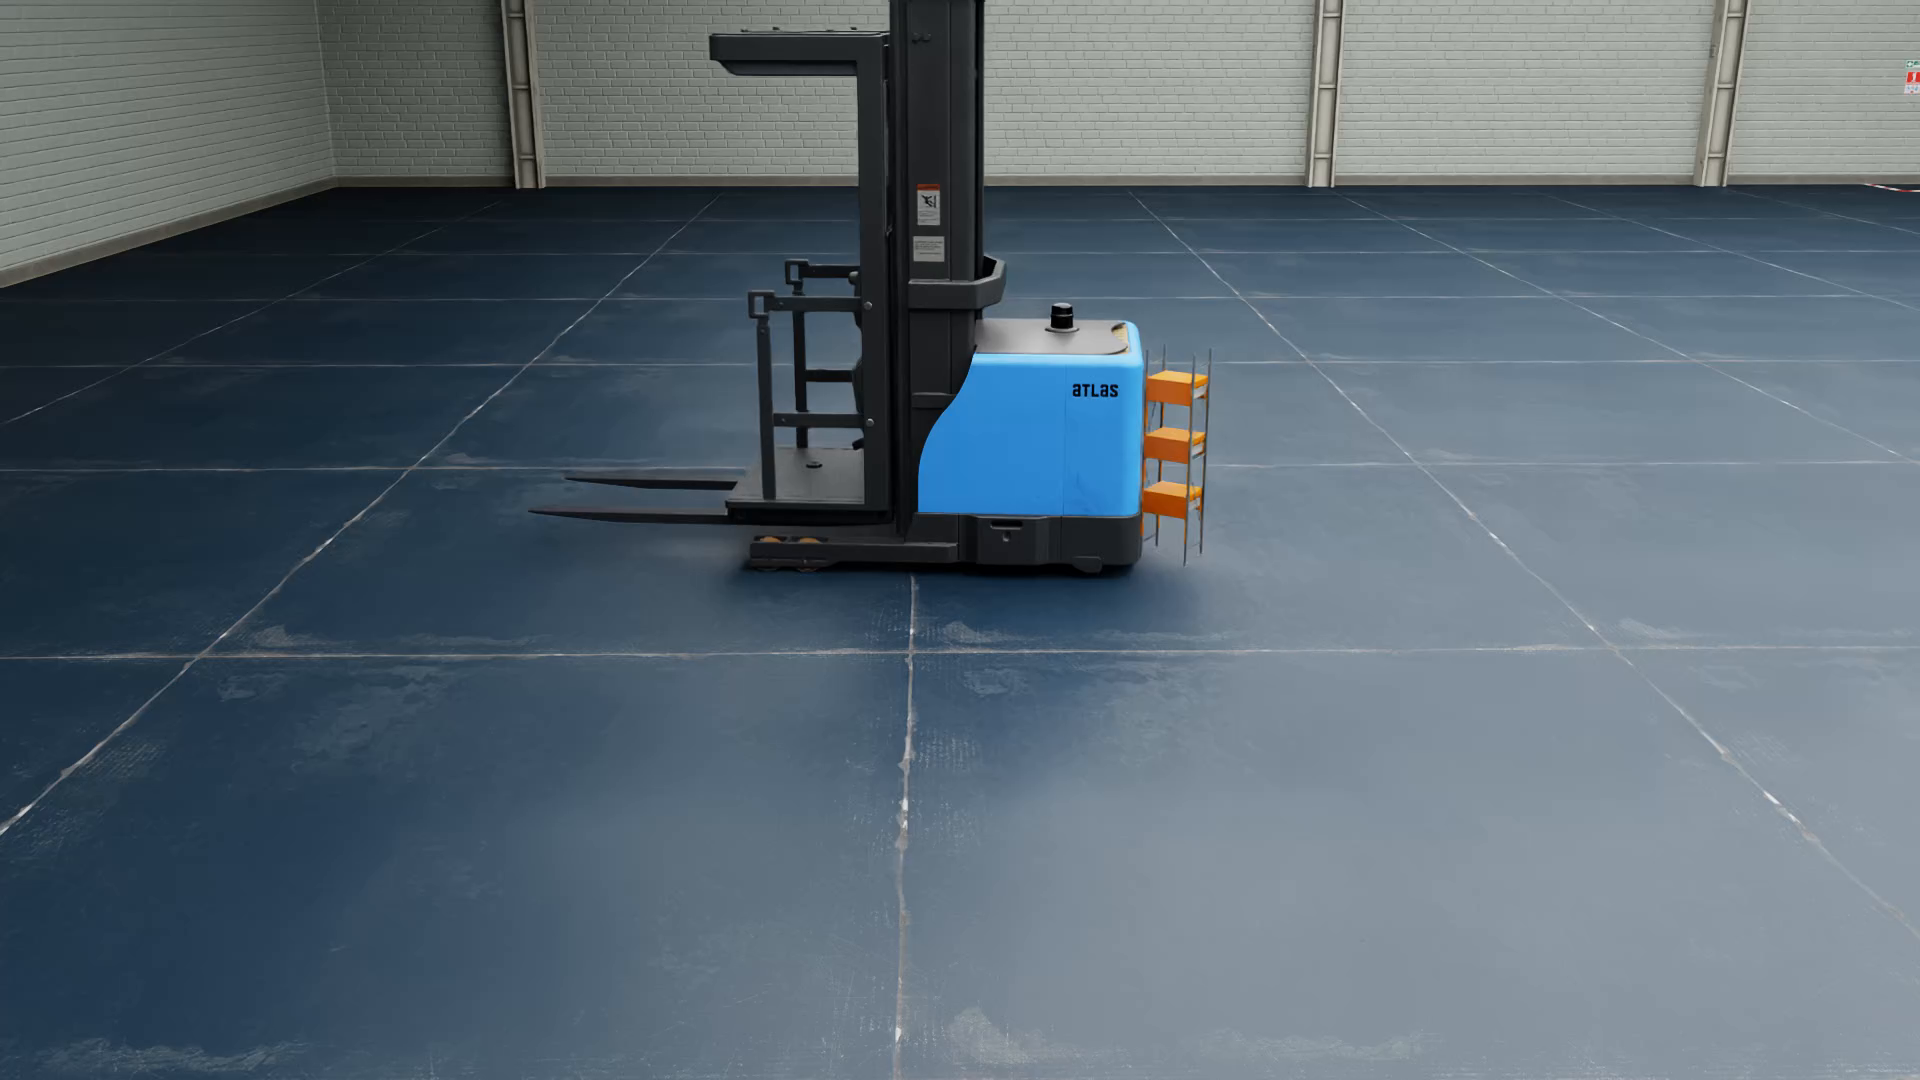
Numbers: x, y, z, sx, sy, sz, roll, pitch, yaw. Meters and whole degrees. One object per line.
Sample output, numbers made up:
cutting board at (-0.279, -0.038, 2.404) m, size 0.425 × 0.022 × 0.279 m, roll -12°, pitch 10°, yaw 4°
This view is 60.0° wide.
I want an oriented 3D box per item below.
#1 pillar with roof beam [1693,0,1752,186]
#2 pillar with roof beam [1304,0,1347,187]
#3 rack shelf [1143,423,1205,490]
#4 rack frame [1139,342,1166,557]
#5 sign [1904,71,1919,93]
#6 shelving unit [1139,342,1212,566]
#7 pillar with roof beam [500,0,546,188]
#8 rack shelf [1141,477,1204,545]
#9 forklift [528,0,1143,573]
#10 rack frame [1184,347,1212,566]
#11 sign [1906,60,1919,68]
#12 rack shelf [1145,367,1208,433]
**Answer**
pillar with roof beam at (11.556, -8.409, 20.030) m, size 0.400 × 9.000 × 9.100 m, roll 0°, pitch 18°, yaw -1°
pillar with roof beam at (5.556, -8.380, 19.940) m, size 0.400 × 9.000 × 9.100 m, roll 0°, pitch 18°, yaw -1°
rack shelf at (1.053, -0.410, 8.141) m, size 0.240 × 0.259 × 0.215 m, roll 11°, pitch 21°, yaw 31°
rack frame at (0.950, -0.440, 8.201) m, size 0.008 × 1.050 × 0.200 m, roll 11°, pitch 21°, yaw 31°
sign at (14.461, -6.942, 25.219) m, size 0.234 × 0.329 × 0.001 m, roll 0°, pitch 18°, yaw -1°
shelving unit at (1.053, -0.420, 8.138) m, size 0.252 × 1.050 × 0.215 m, roll 11°, pitch 21°, yaw 31°
pillar with roof beam at (-6.442, -8.322, 19.759) m, size 0.400 × 9.000 × 9.100 m, roll 0°, pitch 18°, yaw -1°
rack shelf at (1.052, -0.145, 8.225) m, size 0.240 × 0.259 × 0.215 m, roll 11°, pitch 21°, yaw 31°
forklift at (-0.616, -1.397, 8.103) m, size 3.031 × 2.935 × 1.130 m, roll 1°, pitch 18°, yaw 4°
rack frame at (1.155, -0.400, 8.075) m, size 0.008 × 1.050 × 0.200 m, roll 11°, pitch 21°, yaw 31°
sign at (14.466, -7.192, 25.129) m, size 0.331 × 0.109 × 0.001 m, roll 0°, pitch 18°, yaw -1°
rack shelf at (1.053, -0.681, 8.055) m, size 0.240 × 0.259 × 0.215 m, roll 11°, pitch 21°, yaw 31°
